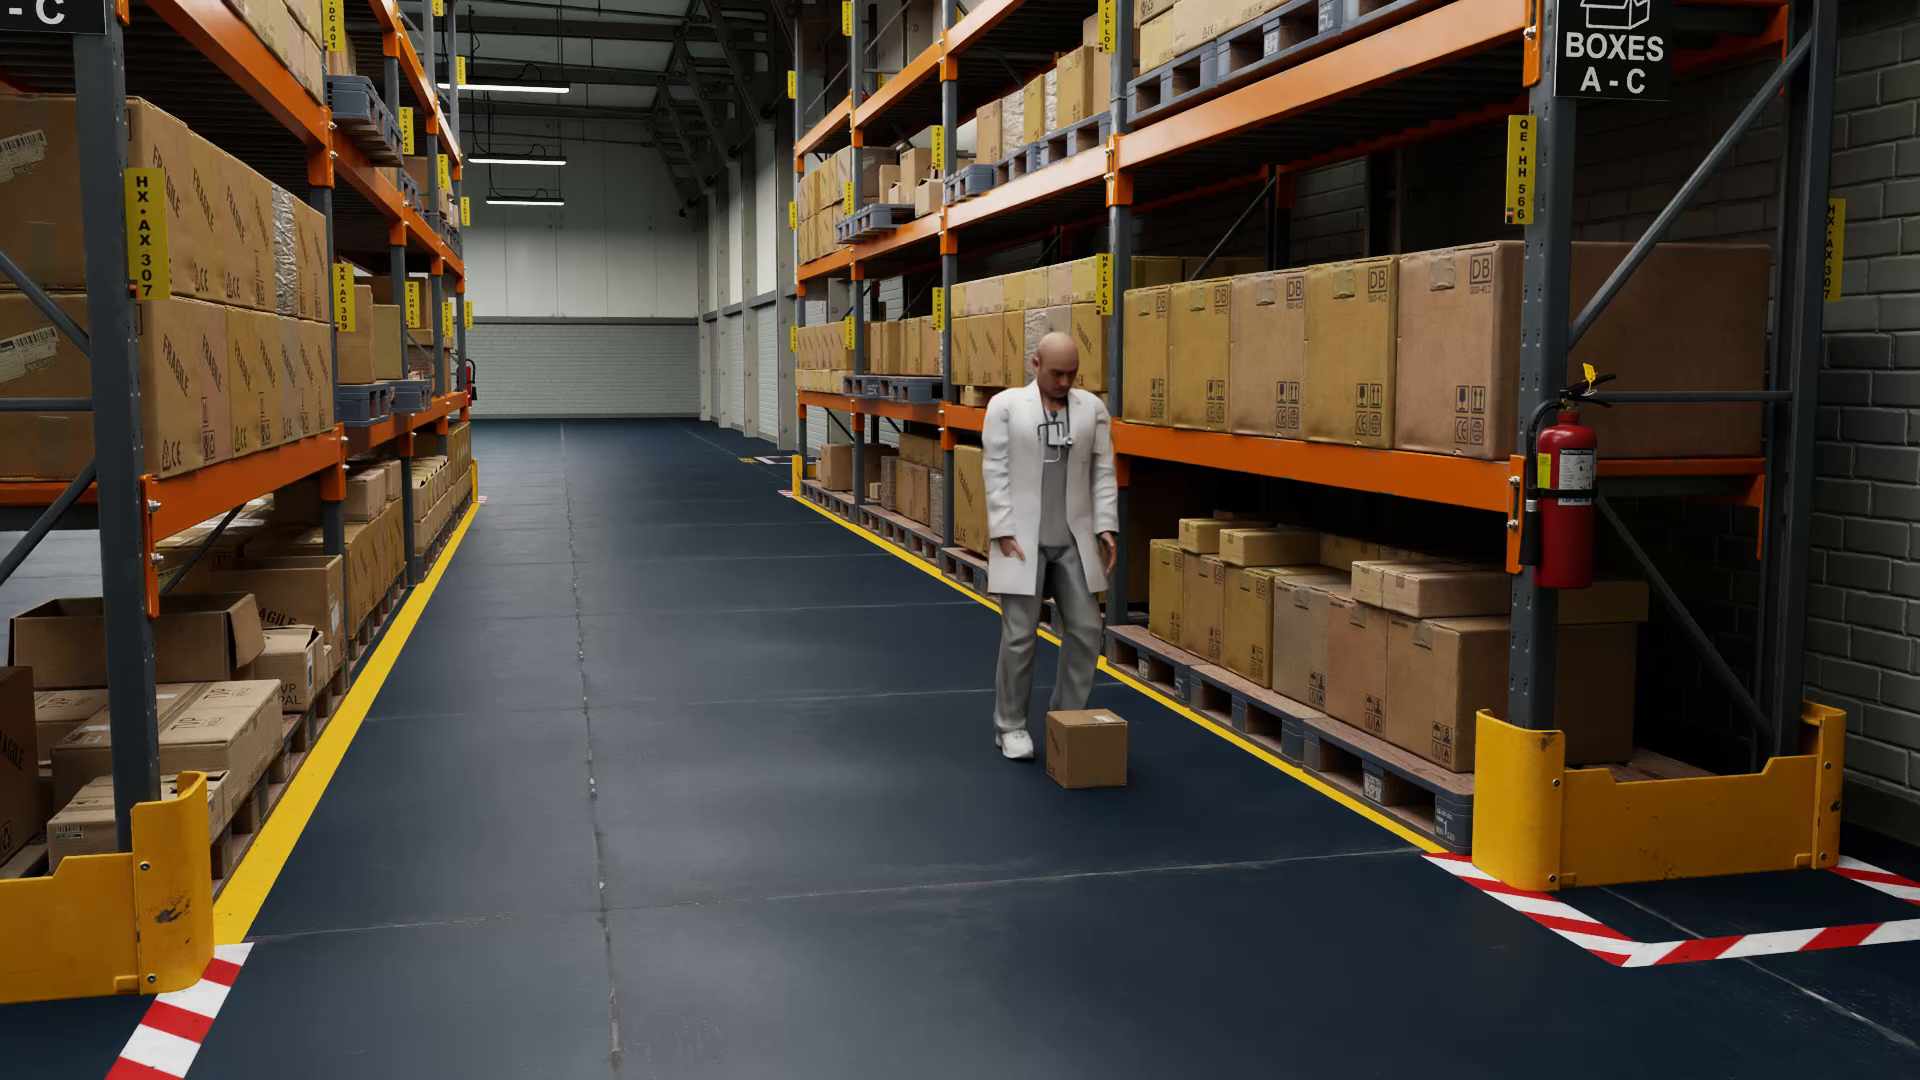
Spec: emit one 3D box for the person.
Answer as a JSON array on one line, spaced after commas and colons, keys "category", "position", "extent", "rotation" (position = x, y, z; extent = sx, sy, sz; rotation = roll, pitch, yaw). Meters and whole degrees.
[{"category": "person", "position": [0.382, 0.018, 6.891], "extent": [0.579, 1.752, 0.395], "rotation": [-1, 6, -14]}]
